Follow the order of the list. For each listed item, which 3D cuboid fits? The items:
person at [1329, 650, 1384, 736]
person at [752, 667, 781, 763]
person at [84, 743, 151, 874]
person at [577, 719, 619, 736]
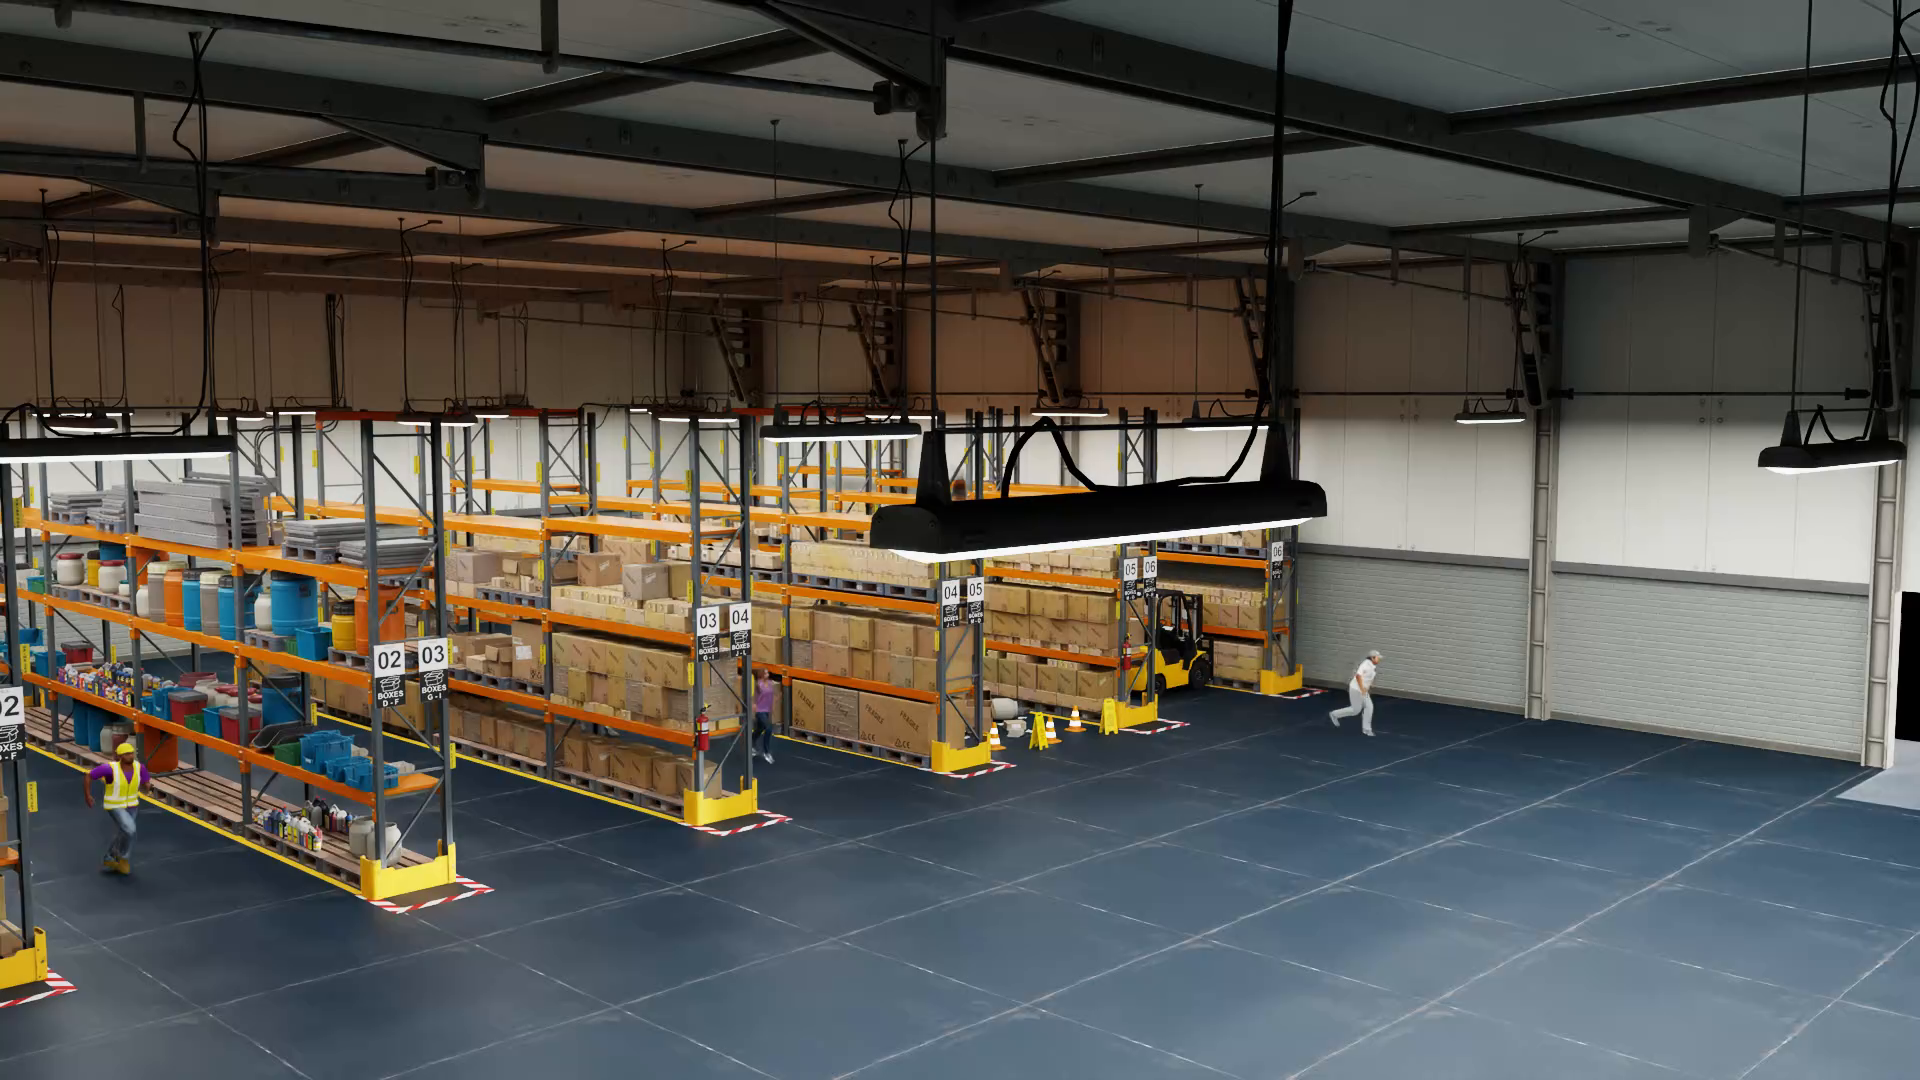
[{"bbox_3d":[7.362,2.832,30.873,0.966,1.625,0.615,2,5,17],"label":"person"},{"bbox_3d":[-3.415,2.999,28.654,0.736,1.647,0.522,3,6,28],"label":"person"},{"bbox_3d":[-11.002,3.518,21.833,0.798,1.734,0.736,3,6,31],"label":"person"},{"bbox_3d":[-6.677,2.717,30.648,0.926,1.751,0.720,3,6,27],"label":"person"}]
